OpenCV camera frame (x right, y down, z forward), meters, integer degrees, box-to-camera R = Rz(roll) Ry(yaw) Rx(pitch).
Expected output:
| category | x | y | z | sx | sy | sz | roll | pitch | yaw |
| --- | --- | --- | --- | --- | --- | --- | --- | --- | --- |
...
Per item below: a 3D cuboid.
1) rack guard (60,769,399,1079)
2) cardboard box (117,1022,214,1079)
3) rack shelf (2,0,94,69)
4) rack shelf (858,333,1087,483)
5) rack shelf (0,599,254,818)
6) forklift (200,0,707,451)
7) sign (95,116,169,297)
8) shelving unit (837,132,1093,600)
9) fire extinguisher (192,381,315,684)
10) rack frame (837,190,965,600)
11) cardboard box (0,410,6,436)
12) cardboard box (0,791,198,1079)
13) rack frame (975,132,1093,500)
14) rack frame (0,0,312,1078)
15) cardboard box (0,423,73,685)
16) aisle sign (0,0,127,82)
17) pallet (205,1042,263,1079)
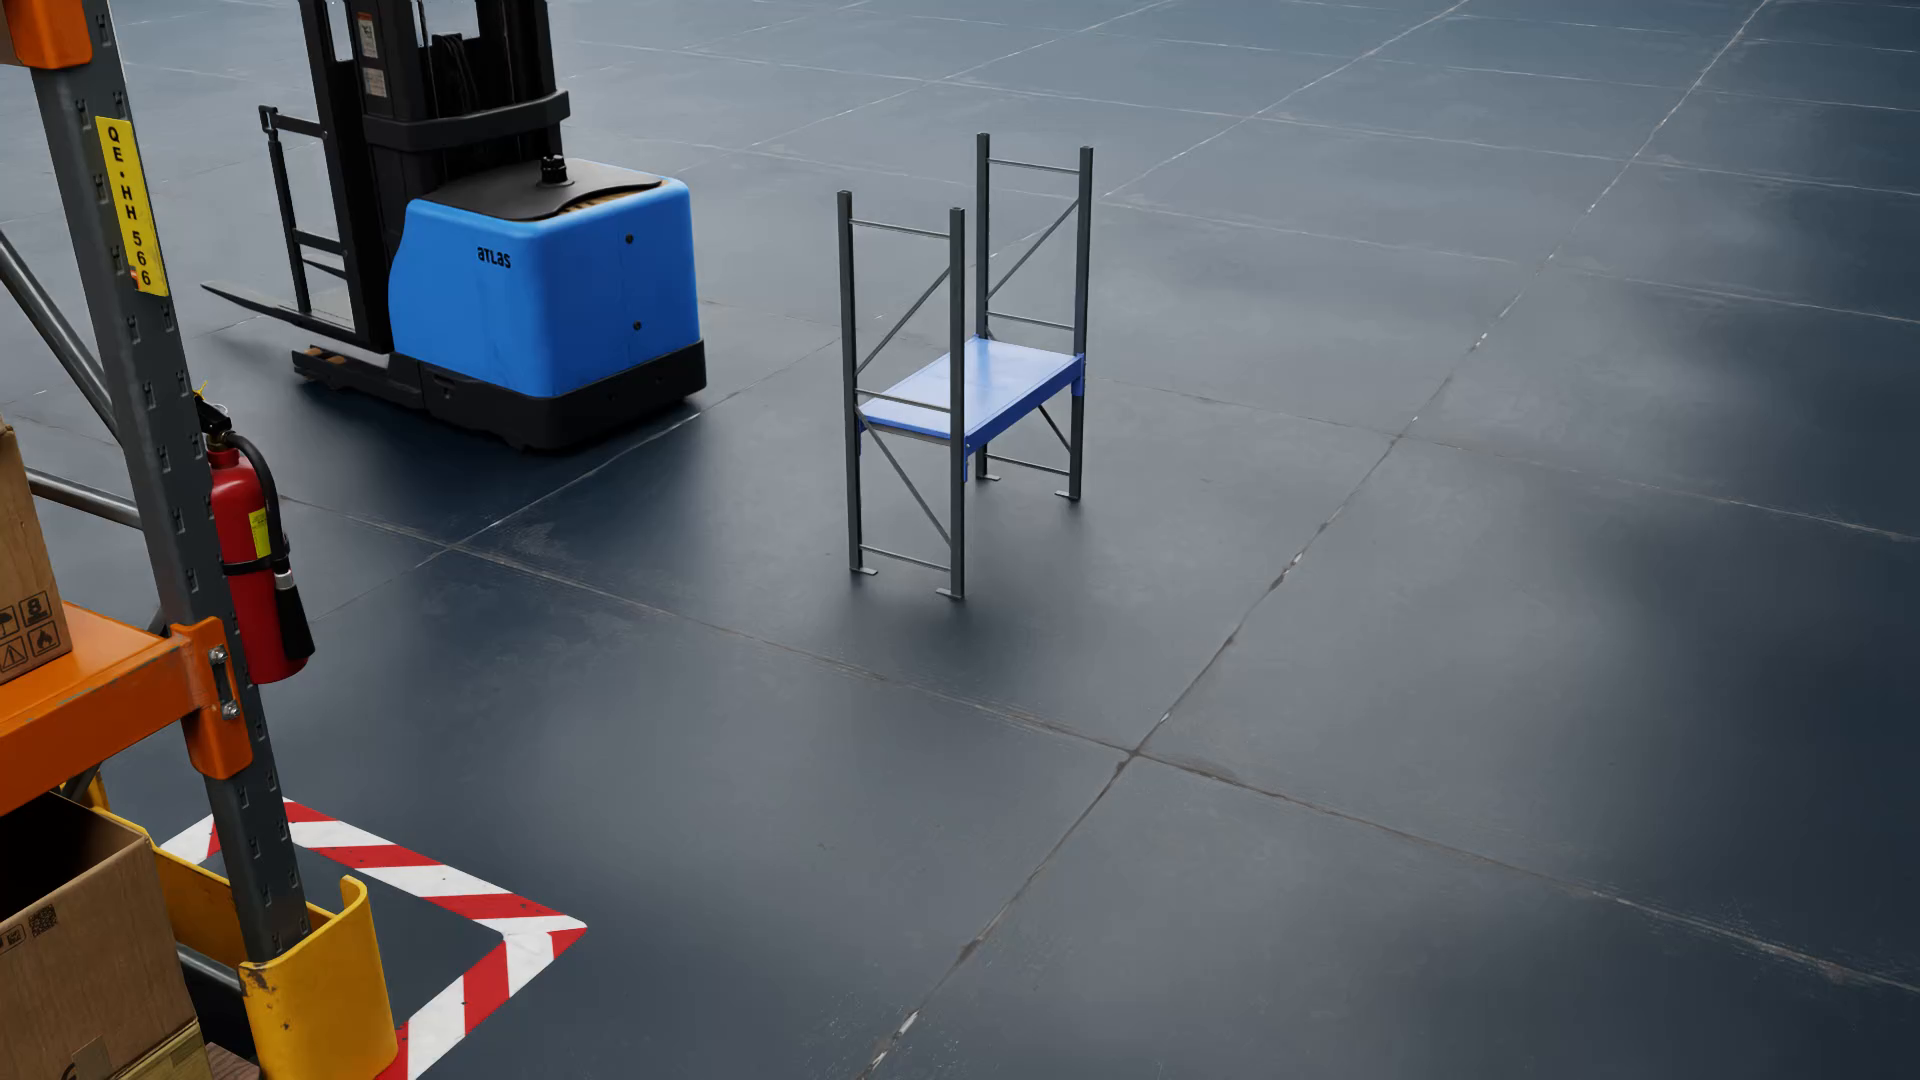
| category | x | y | z | sx | sy | sz | roll | pitch | yaw |
| --- | --- | --- | --- | --- | --- | --- | --- | --- | --- |
| rack guard | -1.980 | 0.996 | 4.202 | 1.175 | 0.500 | 0.348 | 14 | 30 | 26 |
| cardboard box | -1.998 | 1.203 | 3.598 | 0.500 | 0.250 | 0.500 | 14 | 30 | 26 |
| rack shelf | -2.976 | -0.353 | 1.557 | 1.077 | 0.370 | 4.000 | 14 | 30 | 26 |
| rack shelf | 0.042 | -0.543 | 6.561 | 0.538 | 0.185 | 1.000 | 14 | 30 | 26 |
| rack shelf | -2.976 | 0.988 | 2.228 | 1.077 | 0.370 | 4.000 | 14 | 30 | 26 |
| forklift | -2.718 | -2.223 | 7.916 | 3.031 | 2.935 | 1.130 | 18 | 32 | 32 |
| sign | -1.526 | -0.612 | 3.063 | 0.100 | 0.325 | 0.005 | 14 | 30 | 26 |
| shelving unit | 0.042 | -0.704 | 6.481 | 0.538 | 1.500 | 1.048 | 14 | 30 | 26 |
| fire extinguisher | -1.529 | -0.022 | 3.529 | 0.296 | 0.674 | 0.183 | 14 | 30 | 26 |
| rack frame | -0.208 | -0.506 | 6.085 | 0.500 | 1.500 | 0.032 | 14 | 30 | 26 |
| cardboard box | -2.014 | -0.257 | 3.075 | 0.380 | 0.149 | 0.250 | 14 | 30 | 25 |
| cardboard box | -1.996 | 0.868 | 3.429 | 0.500 | 0.500 | 0.500 | 14 | 30 | 26 |
| rack frame | 0.292 | -0.902 | 6.876 | 0.500 | 1.500 | 0.032 | 14 | 30 | 26 |
| rack frame | -1.992 | -0.113 | 3.624 | 1.000 | 3.000 | 0.127 | 14 | 30 | 26 |
| cardboard box | -2.232 | 0.022 | 3.244 | 0.700 | 0.500 | 0.500 | 14 | 30 | 26 |
| aisle sign | -1.704 | -1.236 | 2.964 | 0.394 | 0.787 | 0.004 | 14 | 30 | 26 |
| pallet | -2.331 | 1.441 | 3.635 | 1.003 | 0.211 | 1.213 | 14 | 30 | 26 |
